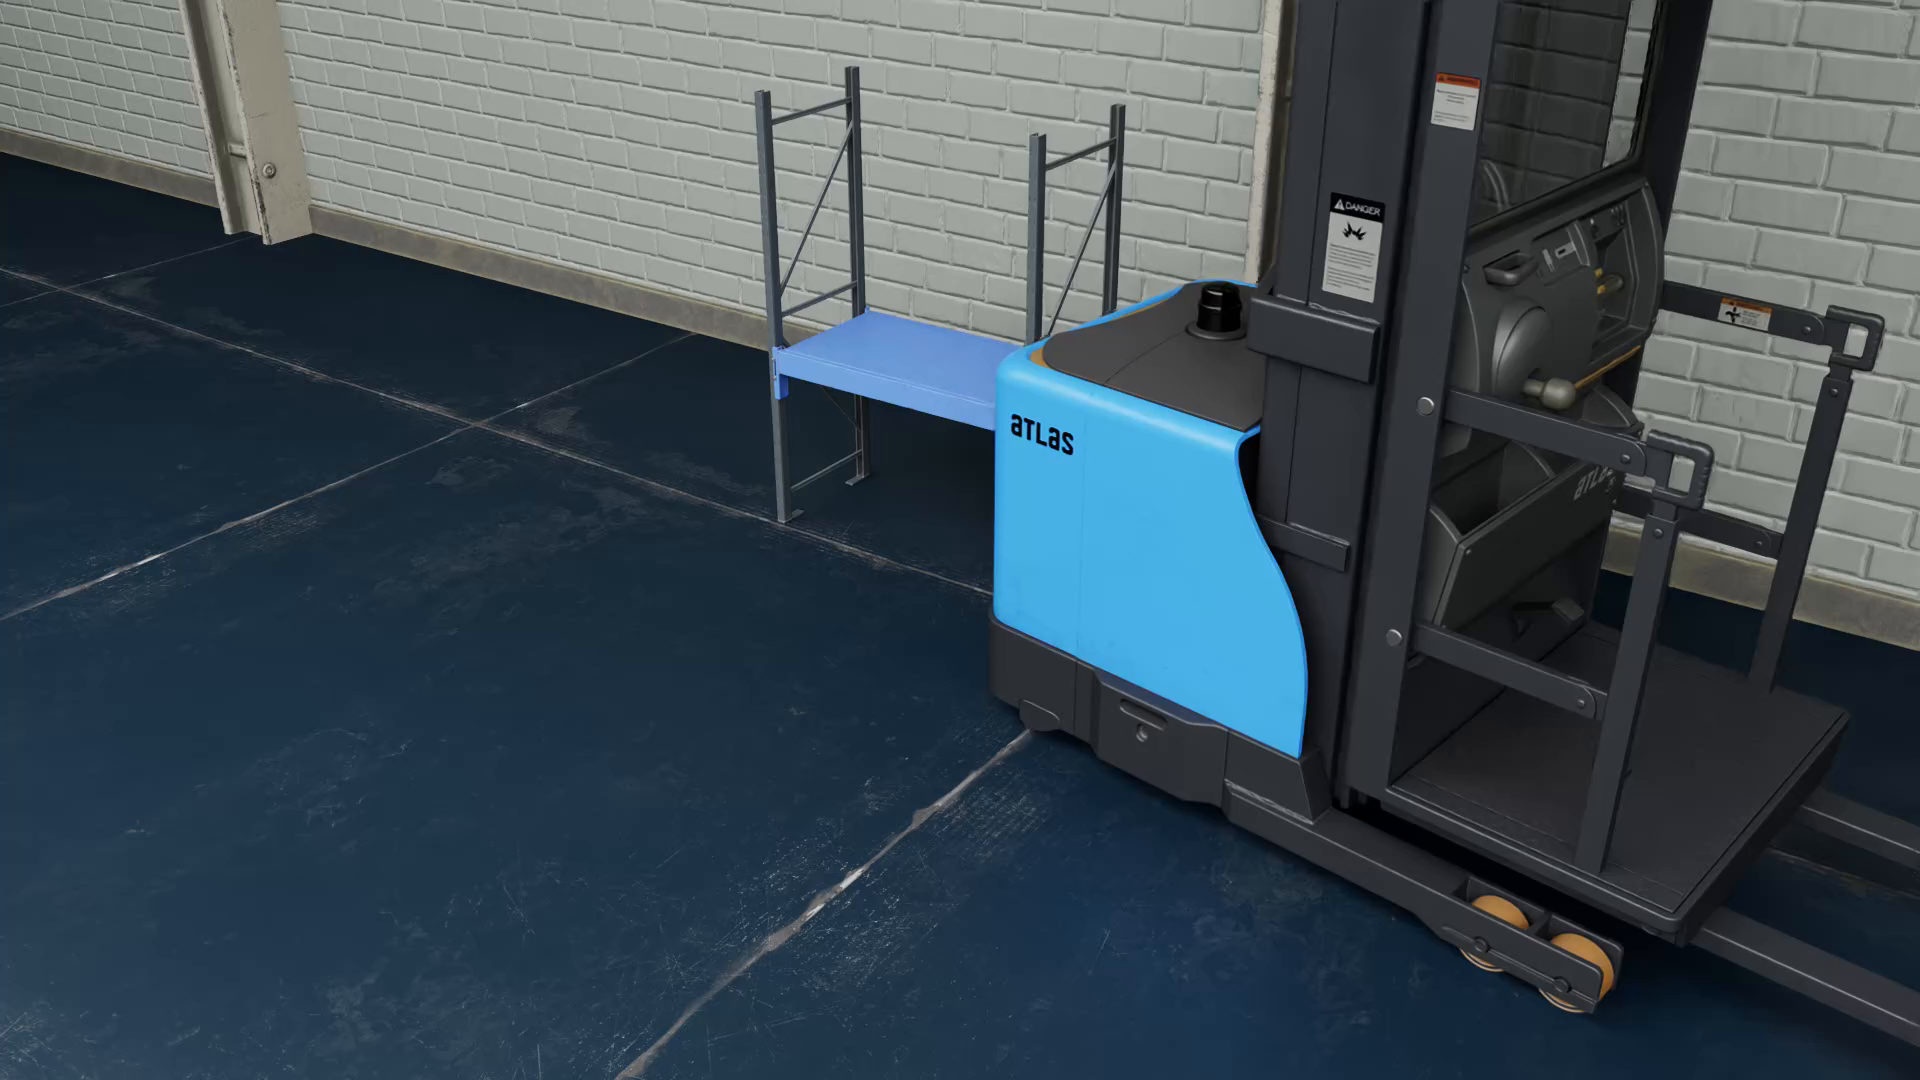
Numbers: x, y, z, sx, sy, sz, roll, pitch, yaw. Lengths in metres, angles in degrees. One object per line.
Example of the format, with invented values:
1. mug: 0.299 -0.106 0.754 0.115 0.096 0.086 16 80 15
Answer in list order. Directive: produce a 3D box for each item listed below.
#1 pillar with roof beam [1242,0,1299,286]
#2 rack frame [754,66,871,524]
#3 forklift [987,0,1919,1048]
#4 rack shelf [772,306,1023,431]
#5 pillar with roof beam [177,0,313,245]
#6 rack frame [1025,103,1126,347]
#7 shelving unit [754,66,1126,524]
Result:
1. pillar with roof beam: -1.235 -2.534 0.808 0.400 9.000 9.100 17 32 30
2. rack frame: -0.489 -0.821 5.709 0.032 1.500 0.500 17 32 30
3. forklift: 1.497 -0.528 3.556 3.031 2.935 1.130 23 35 38
4. rack shelf: -0.070 -0.530 5.534 1.000 0.185 0.538 17 32 30
5. pillar with roof beam: -6.180 -4.075 3.836 0.400 9.000 9.100 17 32 30
6. rack frame: 0.349 -0.560 5.196 0.032 1.500 0.500 17 32 30
7. shelving unit: -0.070 -0.690 5.453 1.048 1.500 0.538 17 32 30
